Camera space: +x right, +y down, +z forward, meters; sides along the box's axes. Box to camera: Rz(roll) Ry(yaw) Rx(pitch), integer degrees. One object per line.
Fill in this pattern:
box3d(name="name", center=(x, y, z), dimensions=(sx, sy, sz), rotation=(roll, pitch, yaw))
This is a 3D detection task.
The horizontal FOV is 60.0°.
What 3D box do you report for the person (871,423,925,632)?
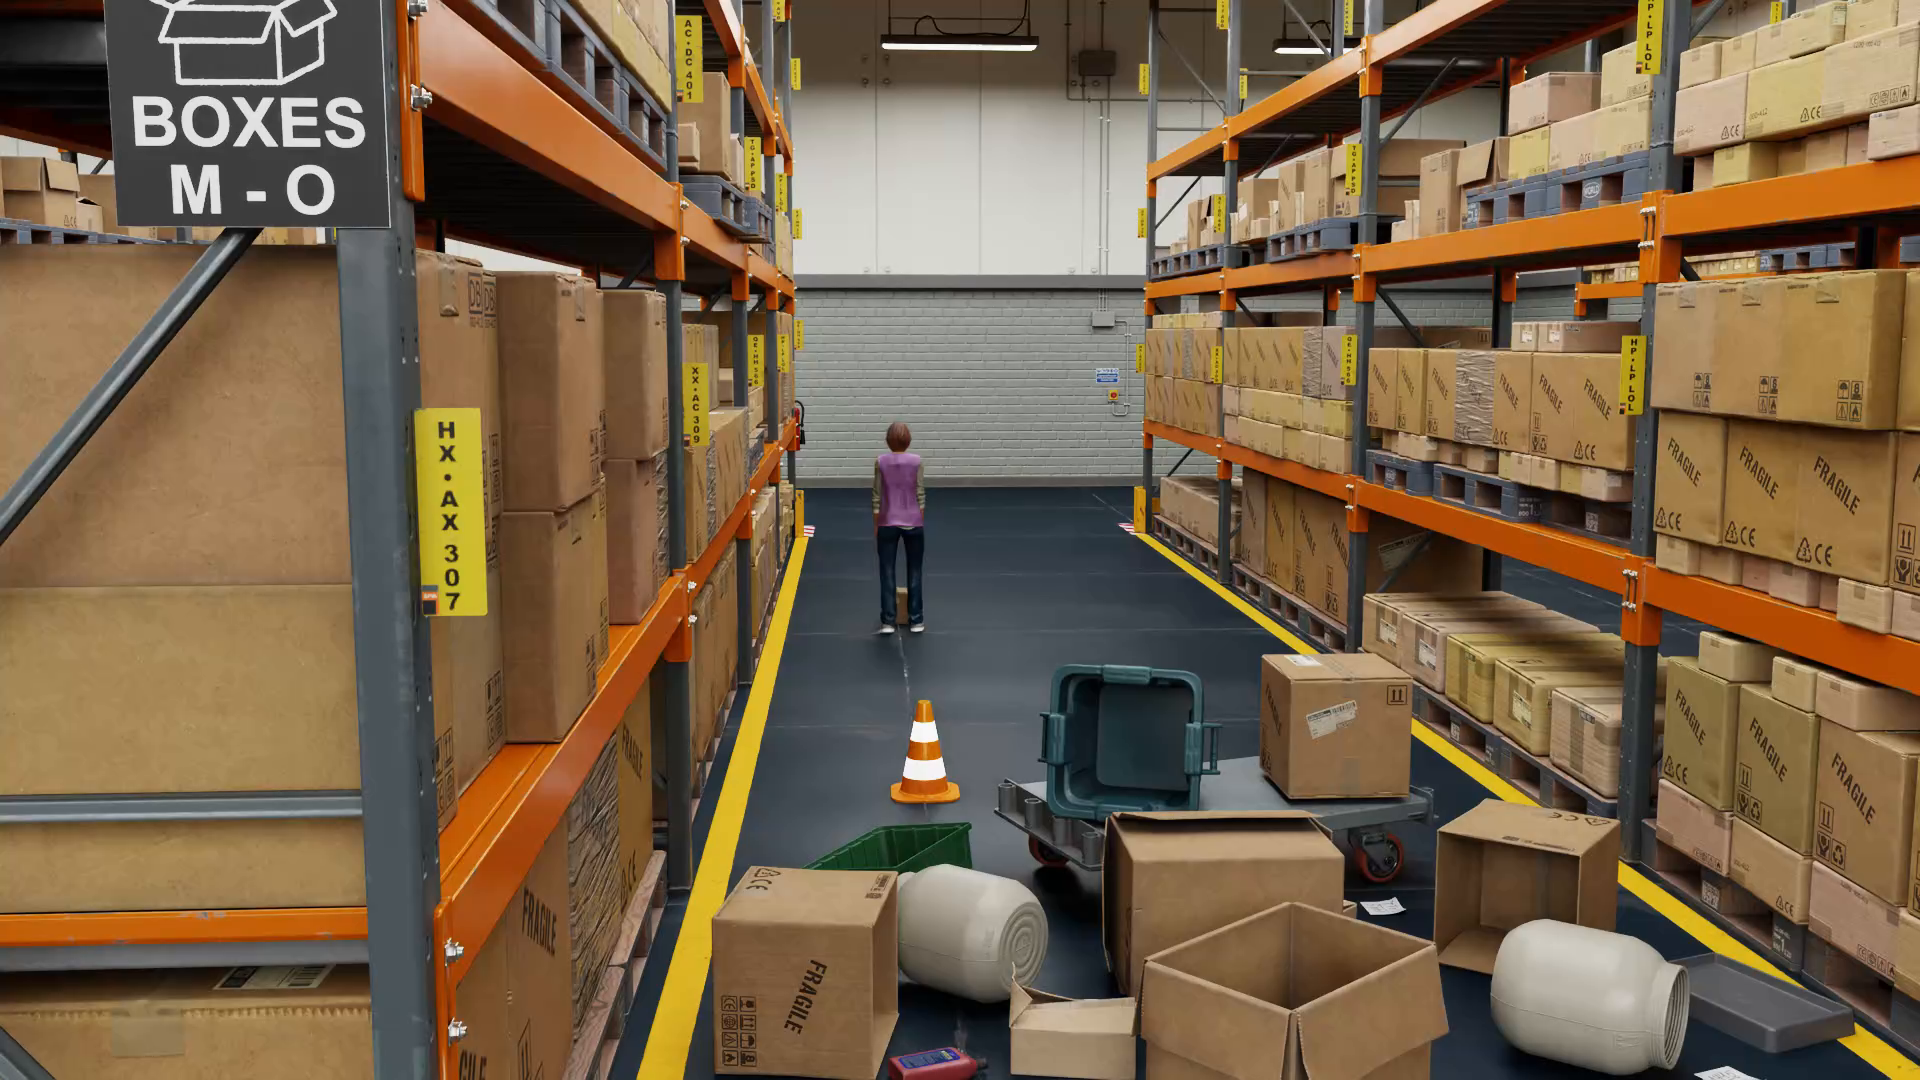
box3d(name="person", center=(-0.467, -0.085, 12.557), dimensions=(0.407, 1.593, 0.302), rotation=(0, 7, -3))
